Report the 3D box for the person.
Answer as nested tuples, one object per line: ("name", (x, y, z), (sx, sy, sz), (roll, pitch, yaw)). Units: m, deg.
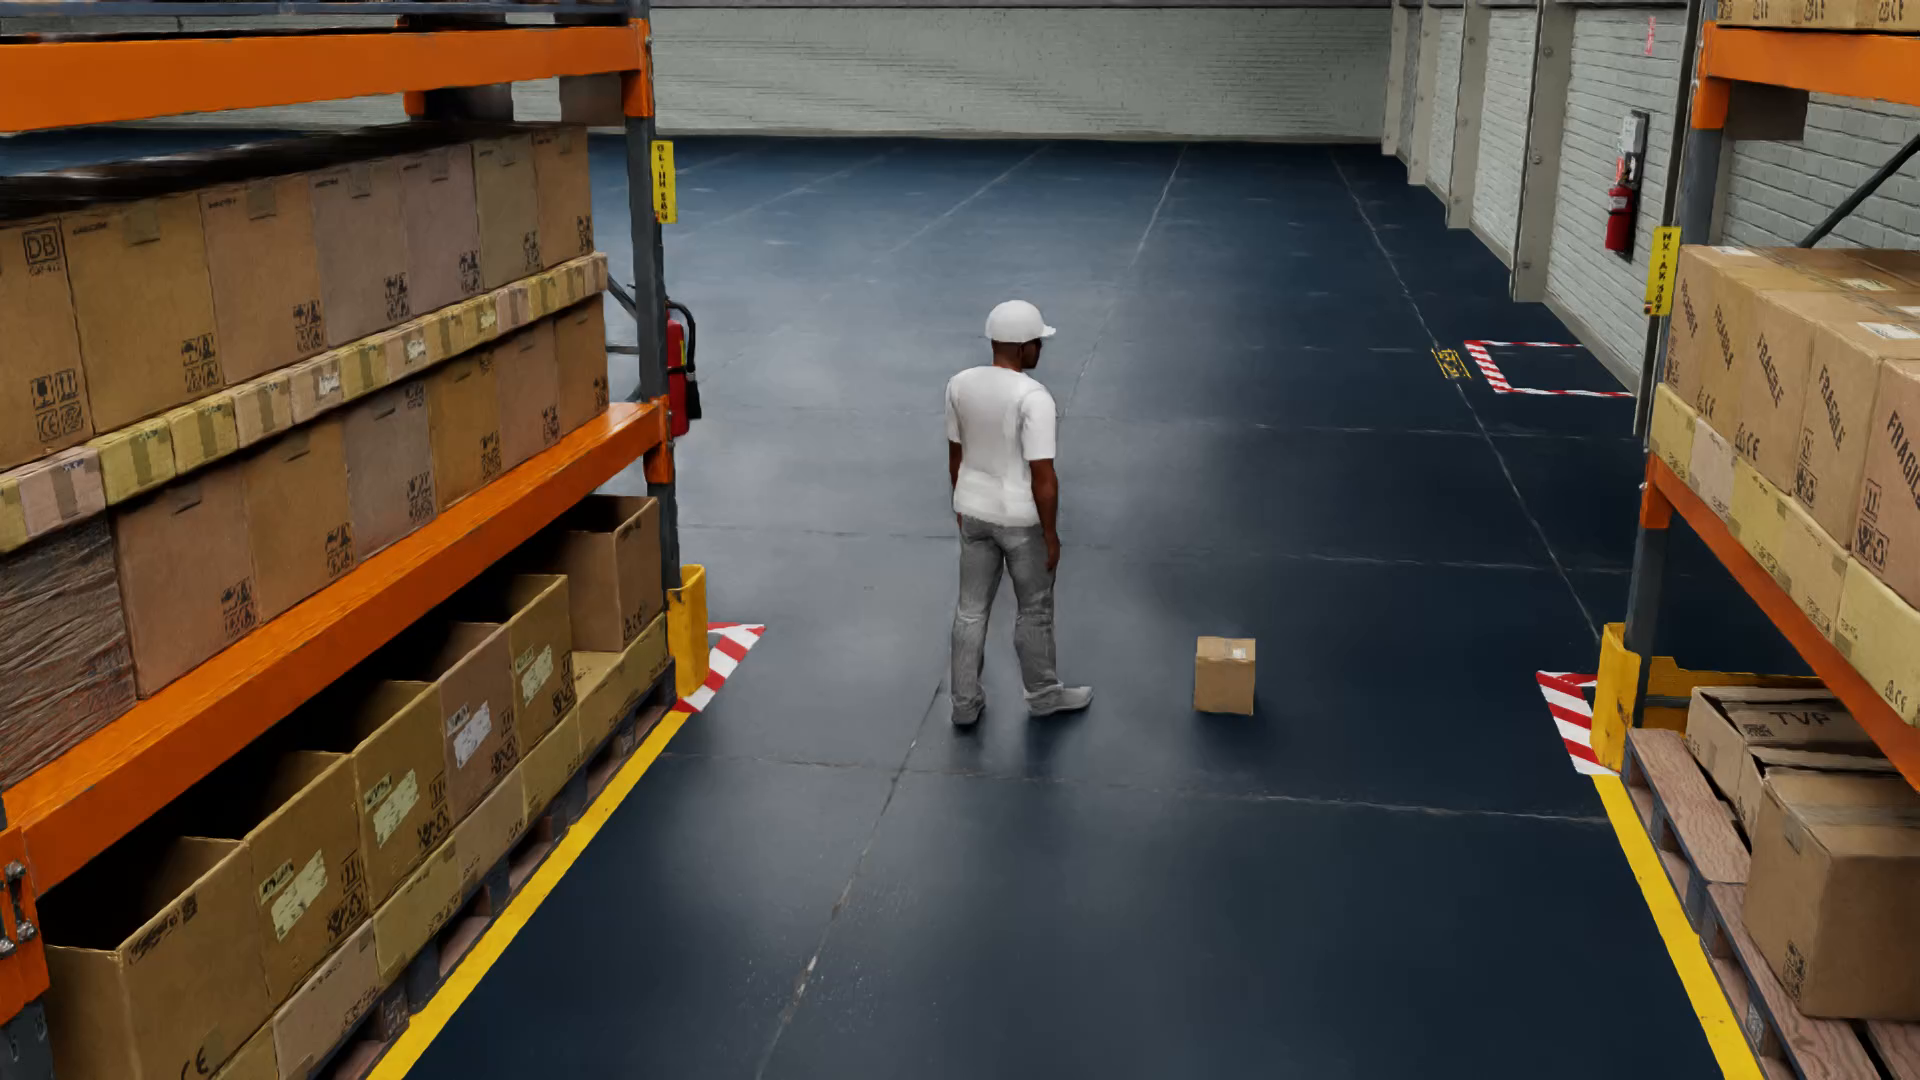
("person", (0.219, -0.111, 6.848), (0.570, 1.769, 0.601), (13, 22, 35))
